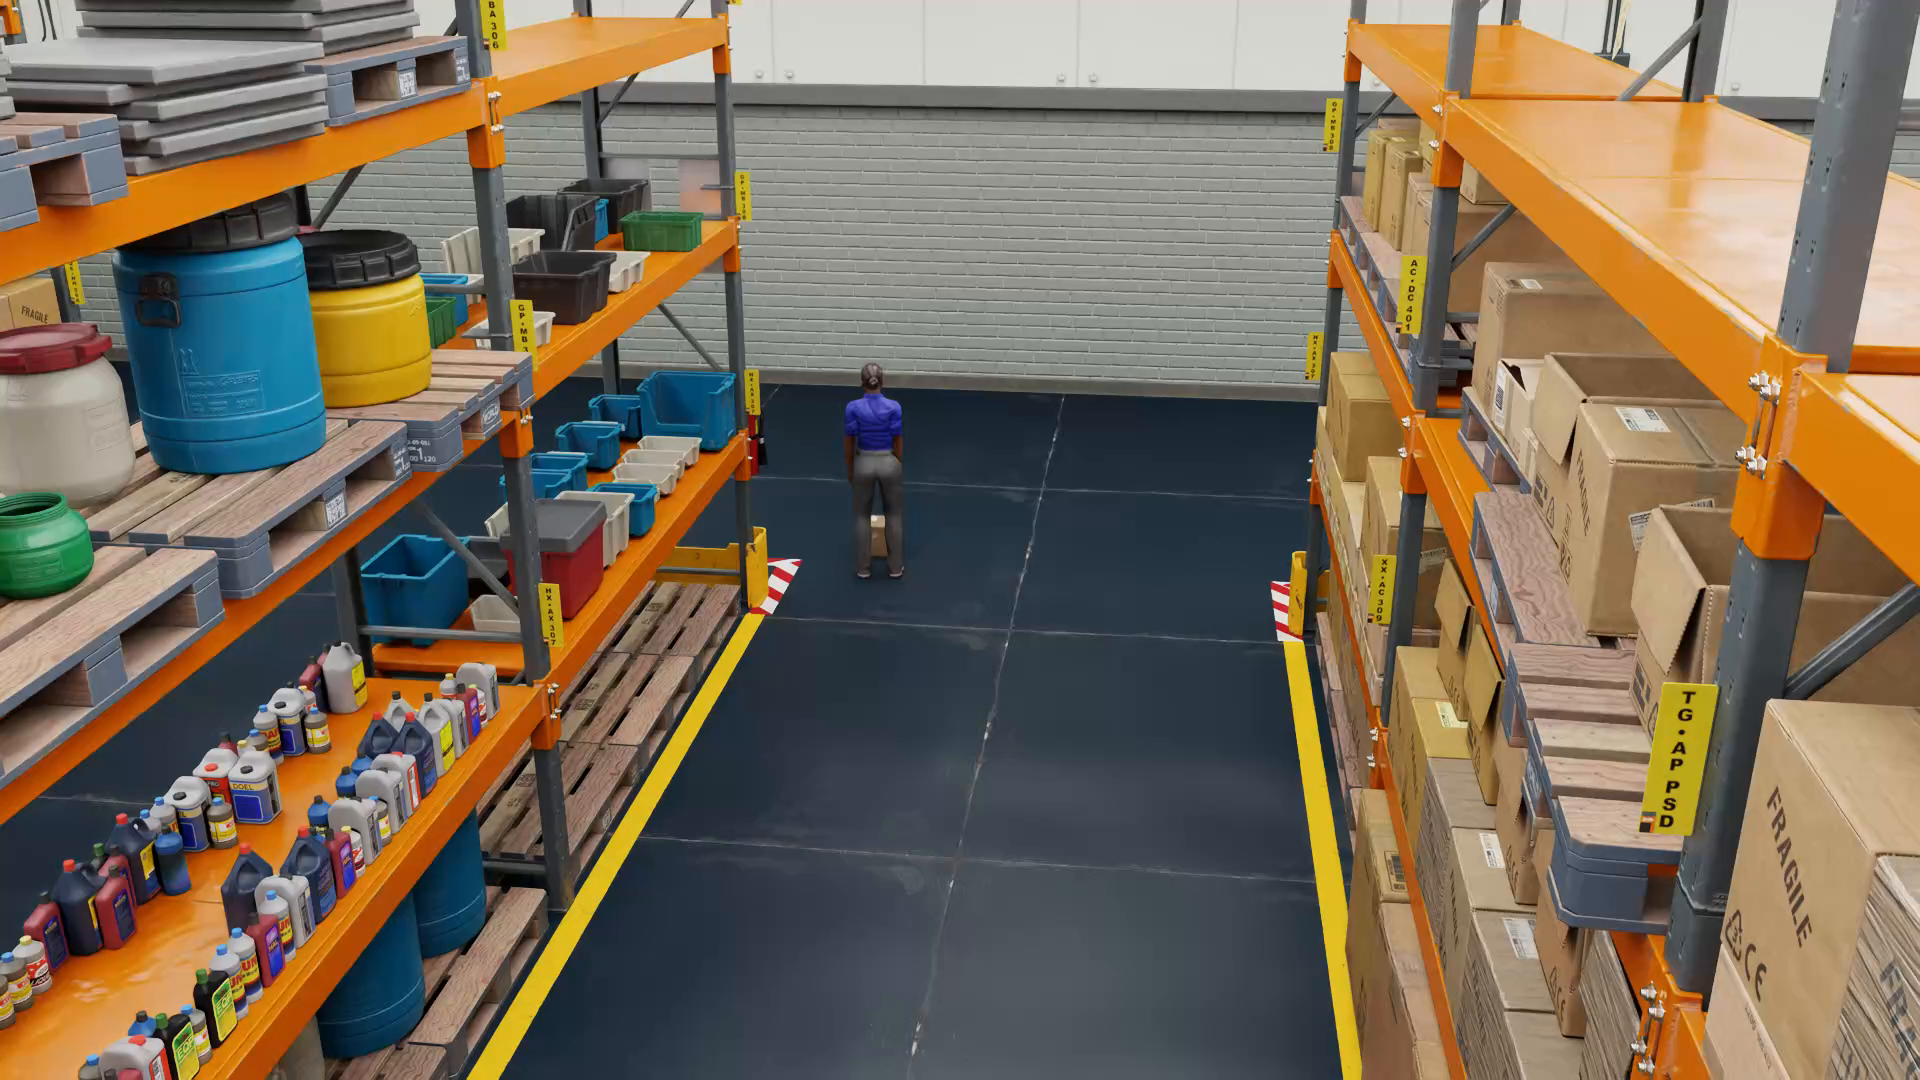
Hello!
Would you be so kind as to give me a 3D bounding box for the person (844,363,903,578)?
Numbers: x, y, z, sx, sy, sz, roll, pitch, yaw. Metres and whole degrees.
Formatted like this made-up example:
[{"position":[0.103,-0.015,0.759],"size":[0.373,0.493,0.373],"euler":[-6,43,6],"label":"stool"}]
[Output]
[{"position":[-0.642,-0.513,12.426],"size":[0.440,1.651,0.304],"euler":[-1,21,-2],"label":"person"}]
